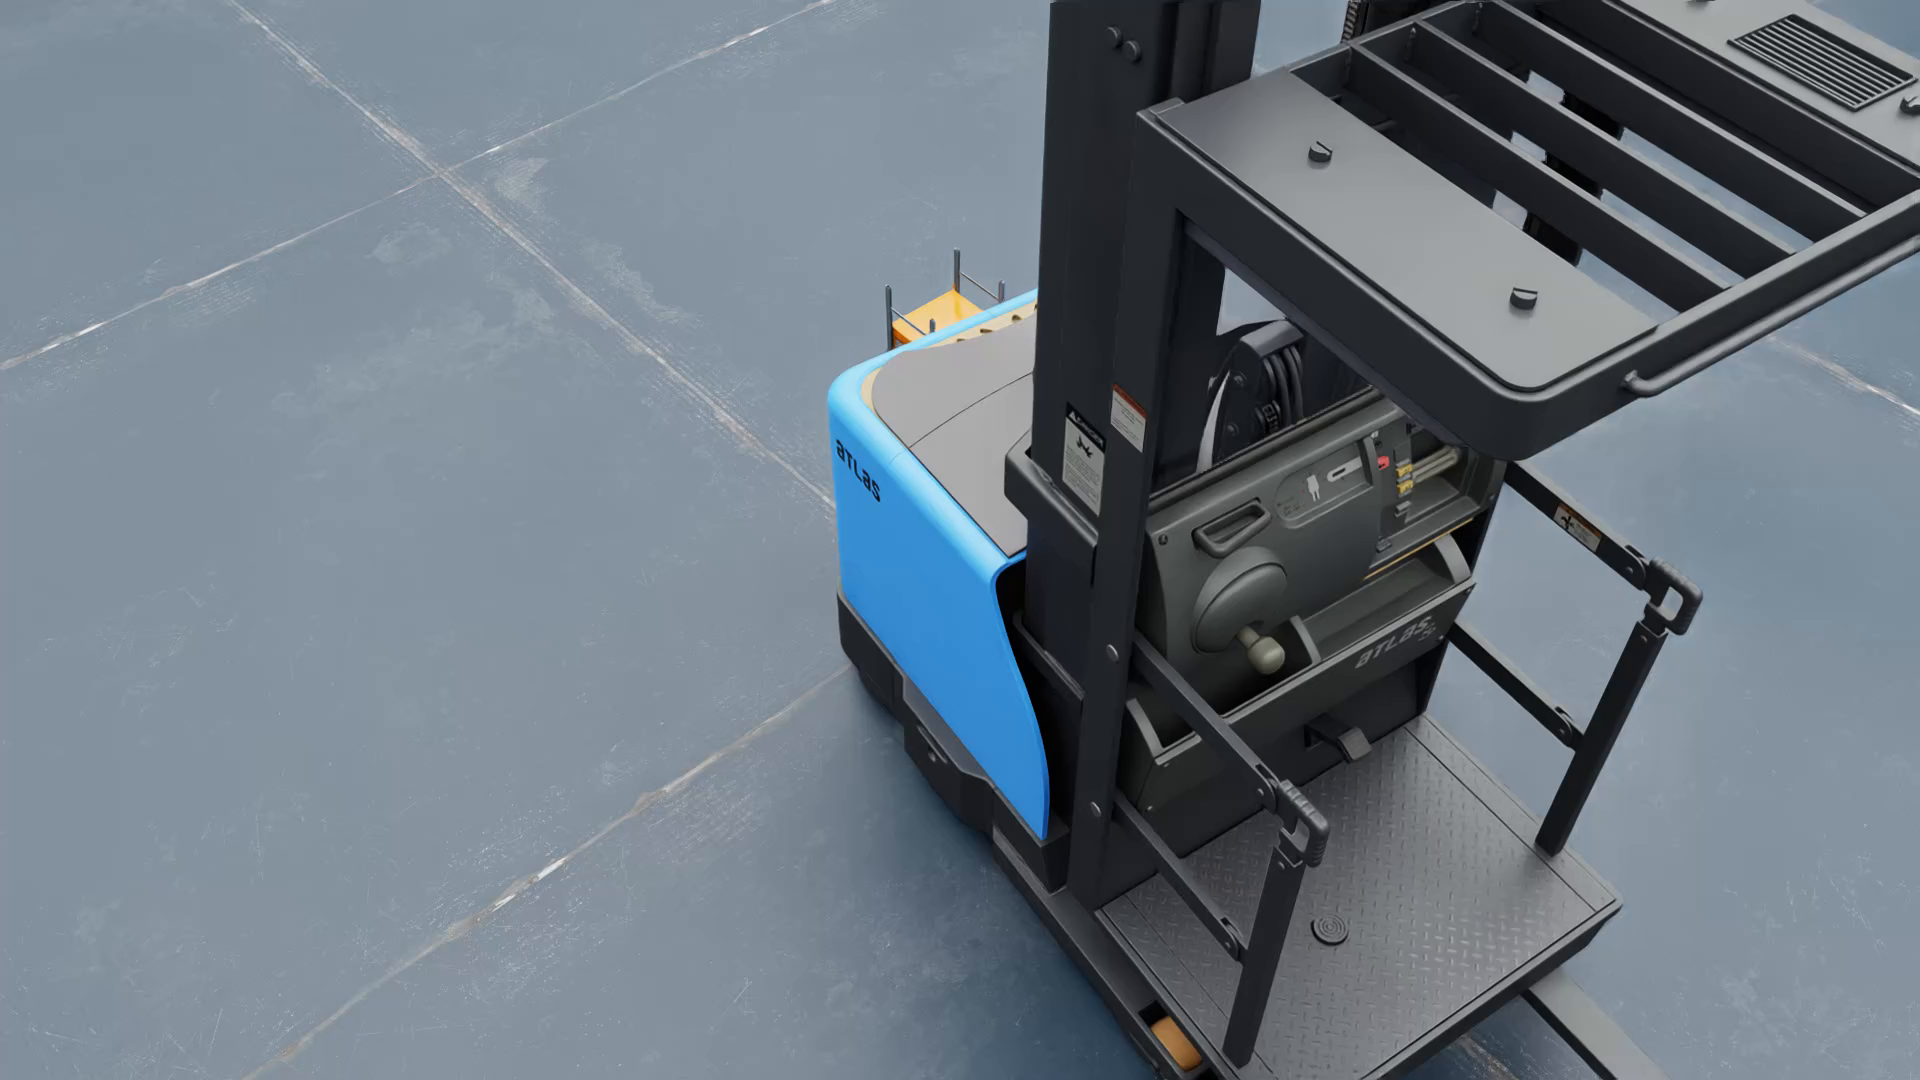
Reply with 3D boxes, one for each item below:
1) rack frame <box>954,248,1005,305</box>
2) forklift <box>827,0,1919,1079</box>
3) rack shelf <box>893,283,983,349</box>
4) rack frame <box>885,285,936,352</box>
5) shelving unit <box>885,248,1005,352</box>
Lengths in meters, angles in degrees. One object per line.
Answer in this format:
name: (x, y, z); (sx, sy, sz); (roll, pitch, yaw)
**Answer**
rack frame: (0.051, -0.390, 4.895); (0.008, 1.050, 0.200); (-33, 55, -26)
forklift: (0.880, 0.037, 3.222); (1.130, 2.935, 3.031); (-26, 52, -22)
rack shelf: (-0.040, -0.516, 4.640); (0.240, 0.259, 0.215); (-33, 55, -26)
rack frame: (-0.133, -0.272, 4.786); (0.008, 1.050, 0.200); (-33, 55, -26)
shelving unit: (-0.041, -0.331, 4.841); (0.252, 1.050, 0.215); (-33, 55, -26)
